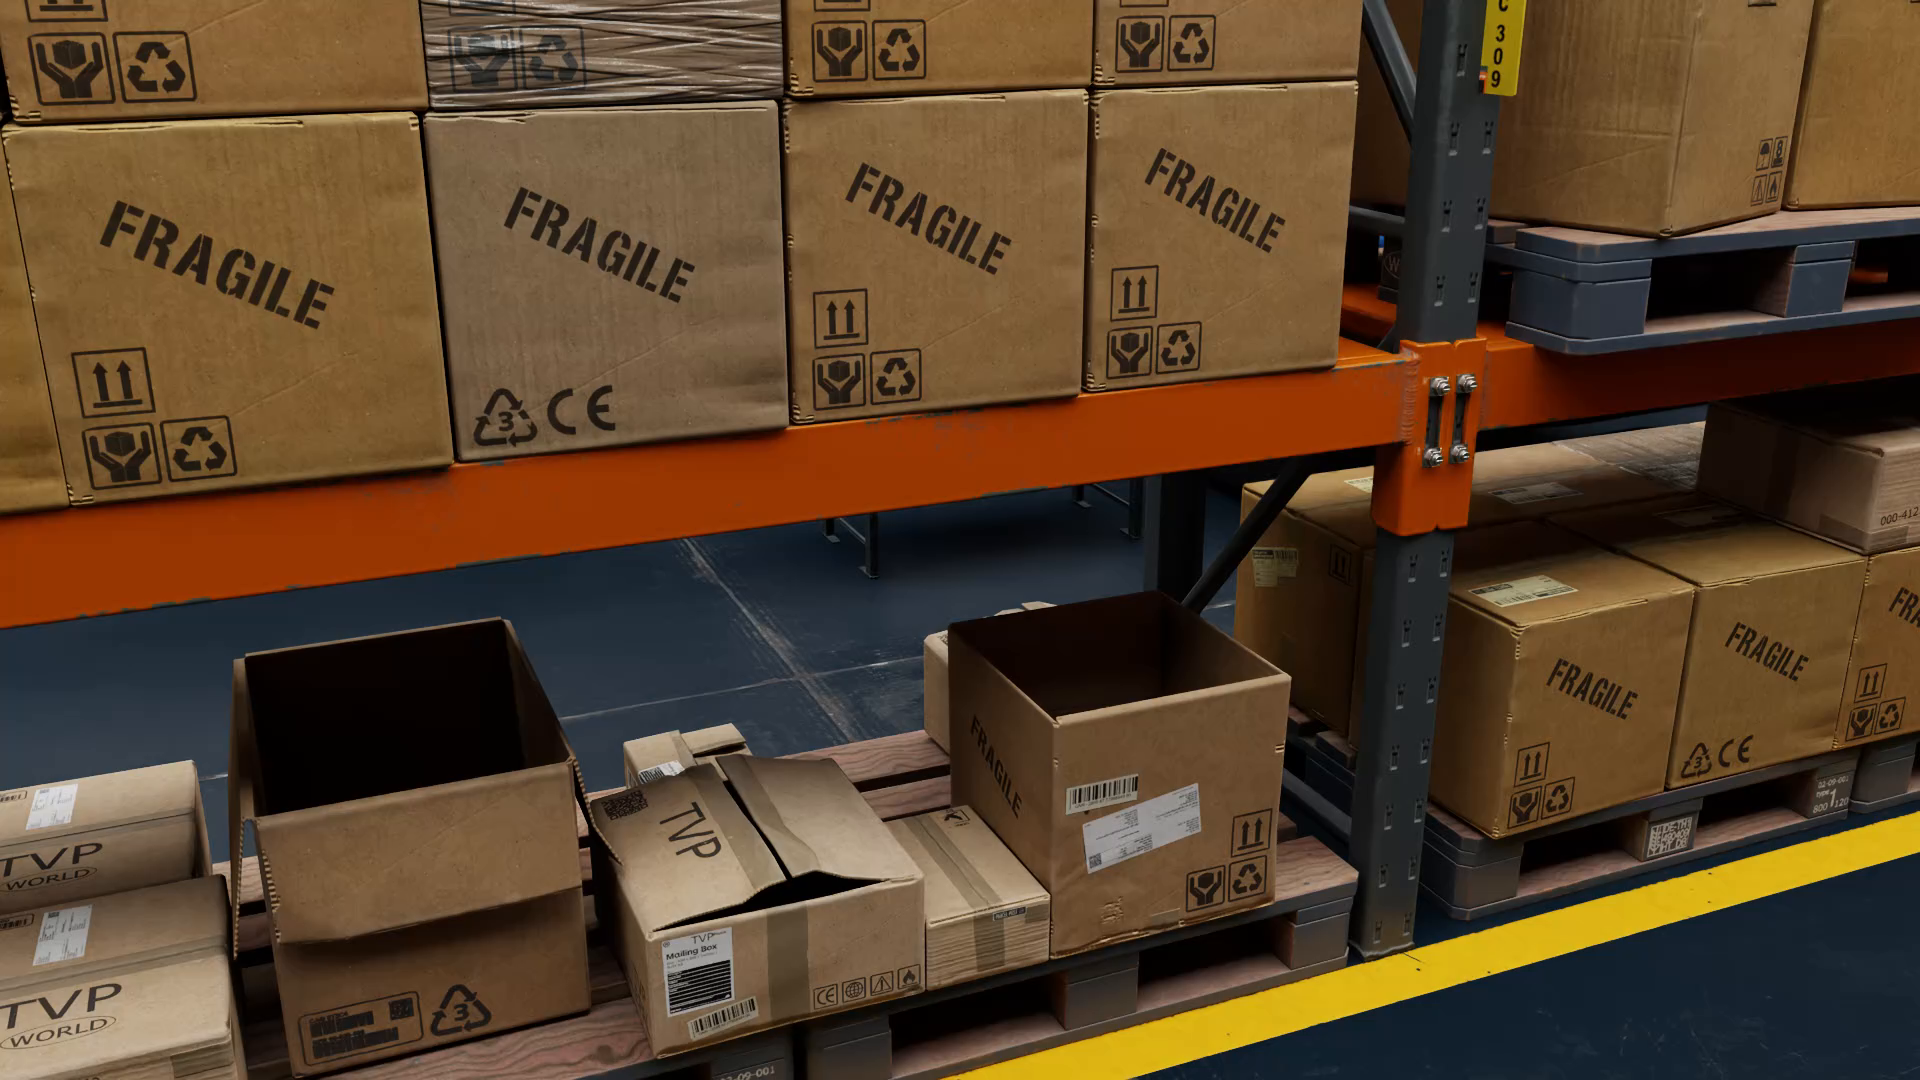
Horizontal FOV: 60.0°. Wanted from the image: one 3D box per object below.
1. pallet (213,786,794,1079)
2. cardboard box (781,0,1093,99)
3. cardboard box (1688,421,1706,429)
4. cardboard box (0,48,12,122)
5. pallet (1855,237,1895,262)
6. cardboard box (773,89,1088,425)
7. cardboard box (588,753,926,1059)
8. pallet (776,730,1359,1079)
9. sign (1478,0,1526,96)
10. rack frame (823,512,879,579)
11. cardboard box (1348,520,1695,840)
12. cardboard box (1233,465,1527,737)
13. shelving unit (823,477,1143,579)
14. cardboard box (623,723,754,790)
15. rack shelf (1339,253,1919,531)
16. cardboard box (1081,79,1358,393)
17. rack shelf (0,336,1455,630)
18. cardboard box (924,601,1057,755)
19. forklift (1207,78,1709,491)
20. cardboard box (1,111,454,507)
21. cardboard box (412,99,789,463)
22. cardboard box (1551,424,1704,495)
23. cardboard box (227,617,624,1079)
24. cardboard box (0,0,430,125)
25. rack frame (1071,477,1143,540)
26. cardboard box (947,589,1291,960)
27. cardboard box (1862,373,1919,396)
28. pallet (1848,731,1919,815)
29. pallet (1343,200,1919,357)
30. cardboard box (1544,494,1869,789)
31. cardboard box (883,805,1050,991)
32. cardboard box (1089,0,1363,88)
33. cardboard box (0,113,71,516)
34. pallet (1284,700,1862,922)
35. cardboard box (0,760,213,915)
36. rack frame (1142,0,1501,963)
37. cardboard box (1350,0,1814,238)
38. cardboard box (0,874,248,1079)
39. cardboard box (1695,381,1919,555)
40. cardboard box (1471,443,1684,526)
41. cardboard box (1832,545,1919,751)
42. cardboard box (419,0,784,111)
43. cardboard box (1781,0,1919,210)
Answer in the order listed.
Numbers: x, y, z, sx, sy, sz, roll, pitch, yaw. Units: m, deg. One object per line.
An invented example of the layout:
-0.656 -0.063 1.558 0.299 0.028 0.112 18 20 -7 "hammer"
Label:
-1.042 0.881 3.203 1.213 0.211 1.003 -8 21 -22 "pallet"
-0.120 -0.991 2.665 0.500 0.500 0.500 -9 21 -23 "cardboard box"
2.435 -0.063 4.786 0.500 0.500 0.500 -9 21 -24 "cardboard box"
-1.512 -0.792 2.100 0.500 0.500 0.500 -8 21 -21 "cardboard box"
2.600 -0.865 4.251 1.213 0.211 1.003 -8 21 -22 "pallet"
-0.119 -0.521 2.835 0.500 0.500 0.500 -8 21 -20 "cardboard box"
-0.388 0.635 3.090 0.500 0.311 0.500 -8 21 -22 "cardboard box"
0.080 0.719 3.662 1.213 0.211 1.003 -8 21 -22 "pallet"
0.933 -0.930 2.844 0.005 0.325 0.100 -8 21 -22 "sign"
-0.388 -0.652 5.615 0.032 1.500 0.500 -8 21 -22 "rack frame"
1.252 0.296 3.767 0.500 0.500 0.500 -9 21 -24 "cardboard box"
1.051 0.133 4.229 0.500 0.500 0.500 -8 21 -22 "cardboard box"
0.078 -0.719 5.805 1.048 1.500 0.538 -8 21 -22 "shelving unit"
-0.550 0.549 3.551 0.250 0.166 0.380 -8 21 -22 "cardboard box"
2.547 -0.610 4.322 4.000 0.370 1.077 -8 21 -22 "rack shelf"
0.354 -0.589 3.029 0.500 0.500 0.500 -8 21 -21 "cardboard box"
-1.125 -0.084 2.827 4.000 0.370 1.077 -8 21 -22 "rack shelf"
0.240 0.364 3.859 0.500 0.311 0.500 -8 21 -22 "cardboard box"
2.342 -1.784 6.676 3.031 2.935 1.130 -9 21 -25 "forklift"
-1.057 -0.385 2.449 0.500 0.500 0.500 -8 21 -21 "cardboard box"
-0.590 -0.453 2.641 0.500 0.500 0.500 -8 21 -21 "cardboard box"
1.969 0.005 4.594 0.500 0.500 0.500 -8 21 -21 "cardboard box"
-1.012 0.532 3.090 0.637 0.503 0.797 -8 21 -22 "cardboard box"
-1.045 -0.859 2.290 0.500 0.500 0.500 -8 21 -22 "cardboard box"
0.545 -0.786 5.995 0.032 1.500 0.500 -8 21 -22 "rack frame"
0.300 0.447 3.338 0.500 0.500 0.500 -8 21 -22 "cardboard box"
2.630 -0.256 4.204 0.500 0.250 0.500 -9 21 -23 "cardboard box"
2.565 0.349 4.714 1.213 0.211 1.003 -8 21 -22 "pallet"
1.488 -0.668 3.691 1.213 0.211 1.003 -8 21 -22 "pallet"
1.737 0.222 3.975 0.500 0.500 0.500 -8 21 -21 "cardboard box"
-0.020 0.680 3.205 0.250 0.149 0.380 -8 21 -22 "cardboard box"
0.349 -1.060 2.859 0.500 0.500 0.500 -8 21 -22 "cardboard box"
-1.516 -0.320 2.264 0.500 0.500 0.500 -8 21 -22 "cardboard box"
1.443 0.510 4.255 1.213 0.211 1.003 -8 21 -22 "pallet"
-1.676 0.667 3.089 0.500 0.250 0.500 -8 21 -22 "cardboard box"
0.711 -0.686 3.455 0.127 3.000 1.000 -8 21 -22 "rack frame"
1.235 -0.926 3.352 0.500 0.500 0.700 -17 26 -40 "cardboard box"
-1.432 0.813 2.675 0.500 0.250 0.500 -8 21 -22 "cardboard box"
2.170 -0.189 4.016 0.500 0.250 0.500 -8 21 -22 "cardboard box"
1.508 0.070 4.407 0.500 0.500 0.500 -8 21 -22 "cardboard box"
2.199 0.159 4.156 0.500 0.500 0.500 -8 21 -21 "cardboard box"
-0.583 -0.925 2.477 0.500 0.500 0.500 -8 21 -21 "cardboard box"
1.841 -1.035 3.664 0.500 0.500 0.700 -5 20 -13 "cardboard box"
